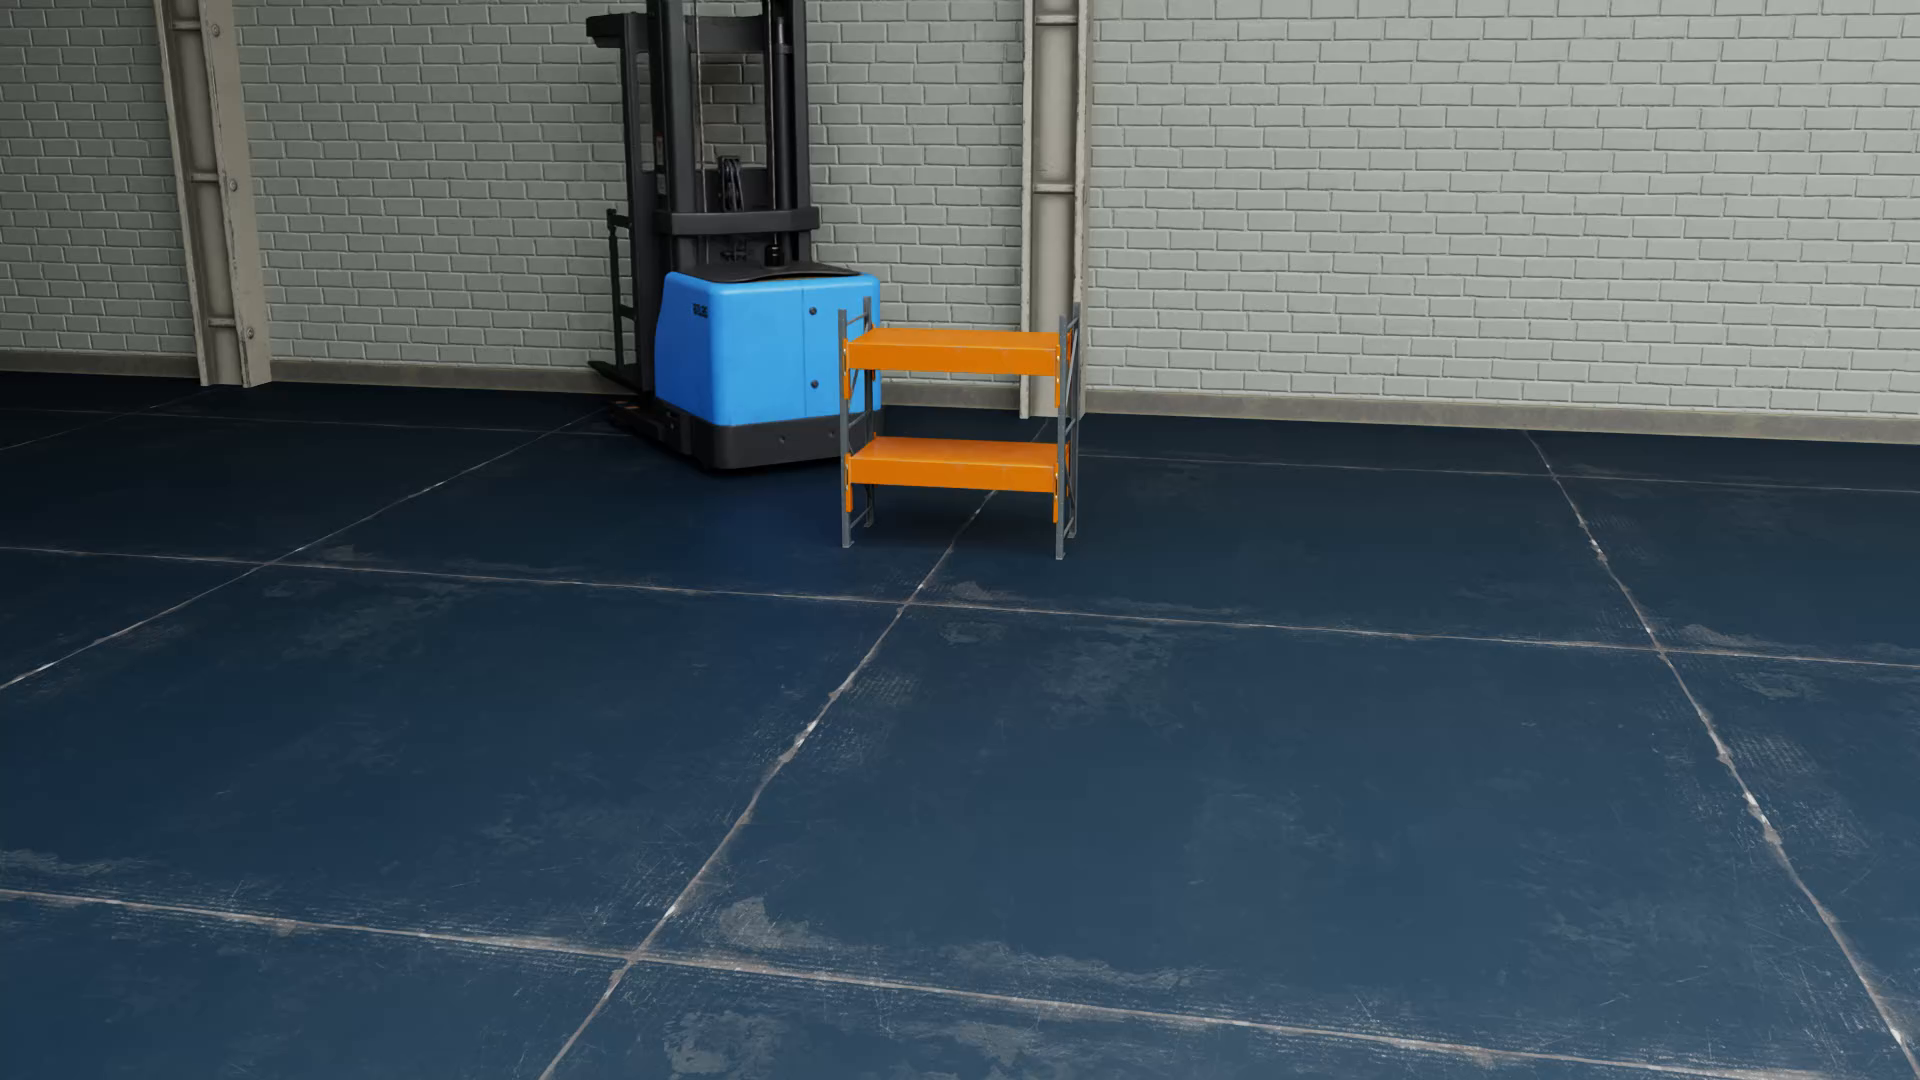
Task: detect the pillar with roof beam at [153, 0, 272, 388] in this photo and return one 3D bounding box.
[{"bbox_3d":[-6.126,-4.356,6.860,0.400,9.000,9.100,3,16,11],"label":"pillar with roof beam"}]

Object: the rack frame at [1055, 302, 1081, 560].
[{"bbox_3d":[0.505,-0.515,7.743,0.032,1.125,0.500,3,16,11],"label":"rack frame"}]

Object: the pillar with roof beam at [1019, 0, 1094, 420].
[{"bbox_3d":[-0.247,-4.037,5.708,0.400,9.000,9.100,3,16,11],"label":"pillar with roof beam"}]

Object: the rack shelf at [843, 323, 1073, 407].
[{"bbox_3d":[0.007,-0.824,7.762,1.000,0.278,0.538,3,16,11],"label":"rack shelf"}]

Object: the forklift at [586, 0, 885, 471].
[{"bbox_3d":[-1.588,-2.143,10.238,1.130,2.935,3.031,-8,18,-28],"label":"forklift"}]

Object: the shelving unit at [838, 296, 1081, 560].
[{"bbox_3d":[0.007,-0.542,7.841,1.048,1.125,0.538,3,16,11],"label":"shelving unit"}]

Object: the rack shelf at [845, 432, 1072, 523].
[{"bbox_3d":[0.007,-0.306,7.906,1.000,0.278,0.538,3,16,11],"label":"rack shelf"}]

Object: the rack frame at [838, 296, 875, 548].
[{"bbox_3d":[-0.492,-0.569,7.938,0.032,1.125,0.500,3,16,11],"label":"rack frame"}]
